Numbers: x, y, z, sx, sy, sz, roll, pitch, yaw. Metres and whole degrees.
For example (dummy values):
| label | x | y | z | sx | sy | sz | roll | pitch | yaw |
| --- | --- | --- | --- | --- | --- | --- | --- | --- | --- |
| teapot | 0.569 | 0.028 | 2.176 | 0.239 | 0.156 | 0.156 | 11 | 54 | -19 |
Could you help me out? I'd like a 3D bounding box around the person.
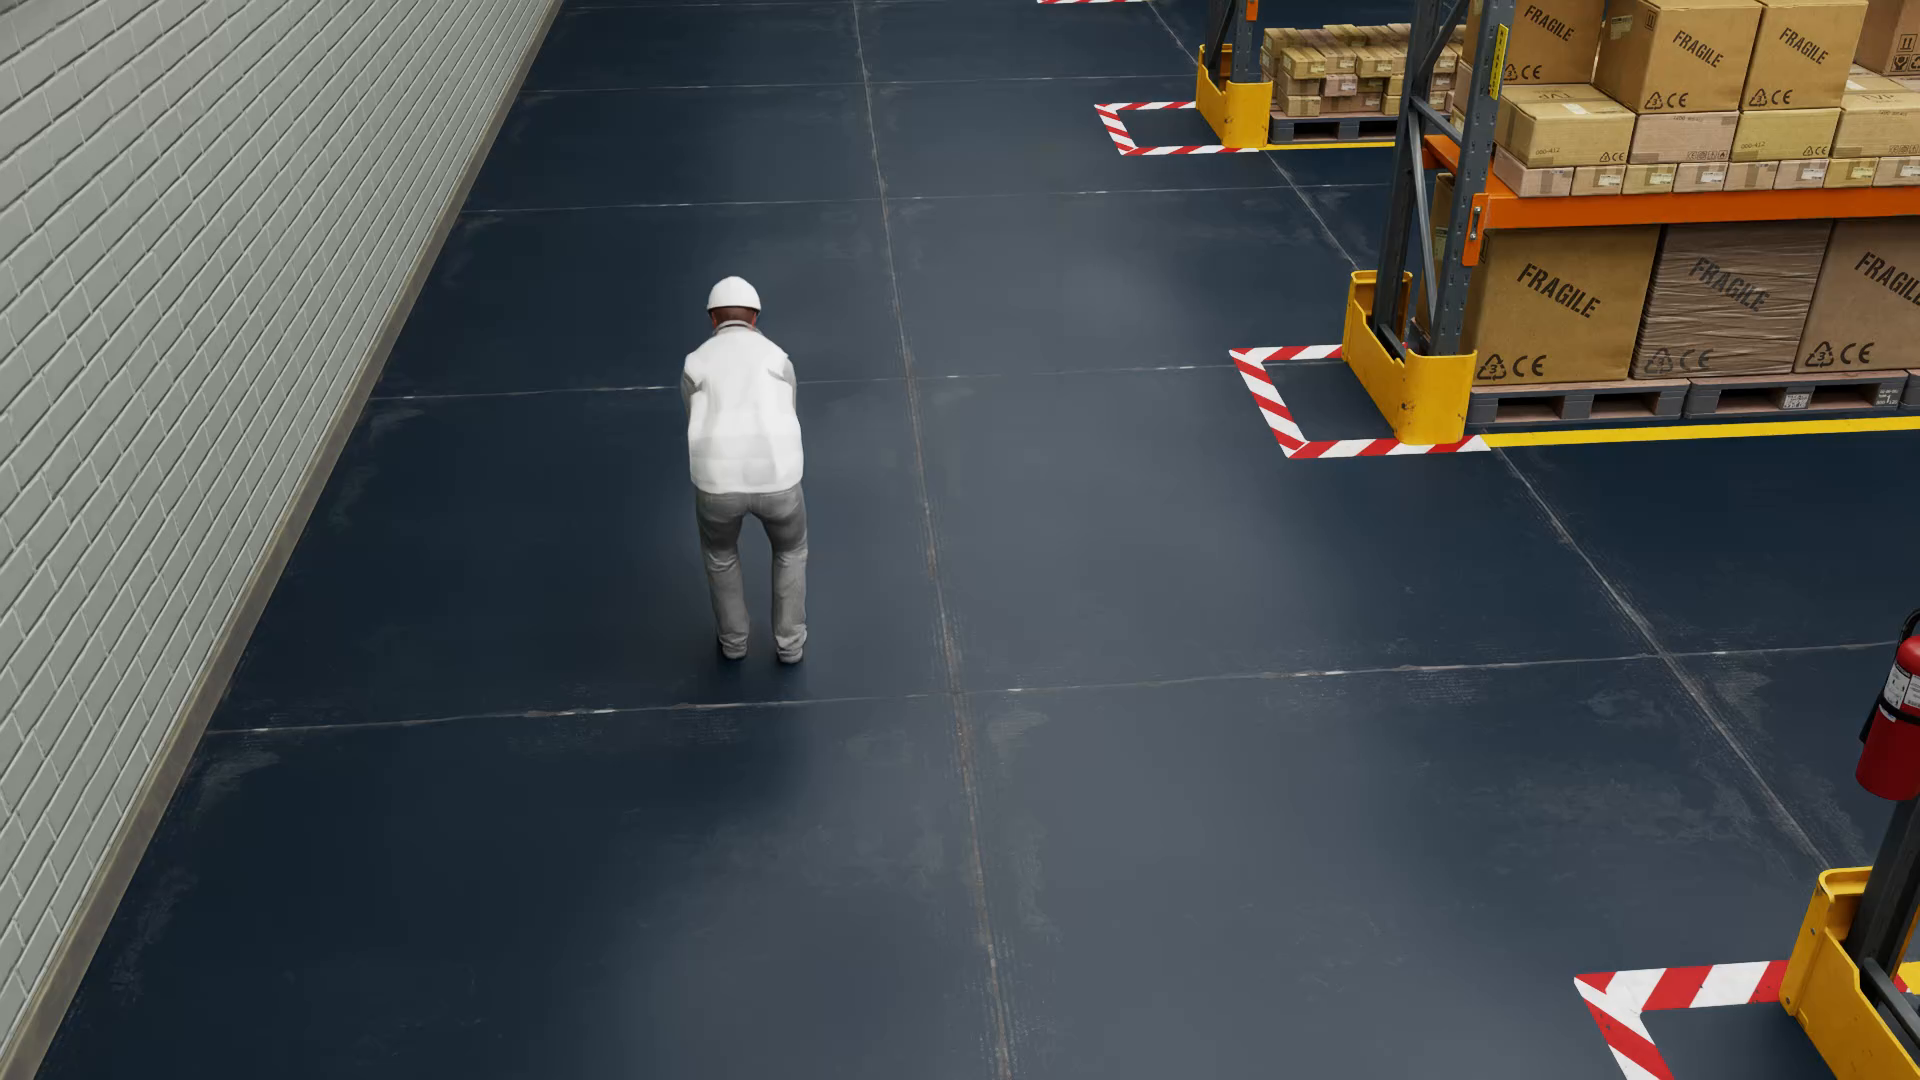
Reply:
| label | x | y | z | sx | sy | sz | roll | pitch | yaw |
| --- | --- | --- | --- | --- | --- | --- | --- | --- | --- |
| person | -0.882 | -0.267 | 6.846 | 0.473 | 1.477 | 0.870 | -4 | 31 | -6 |
